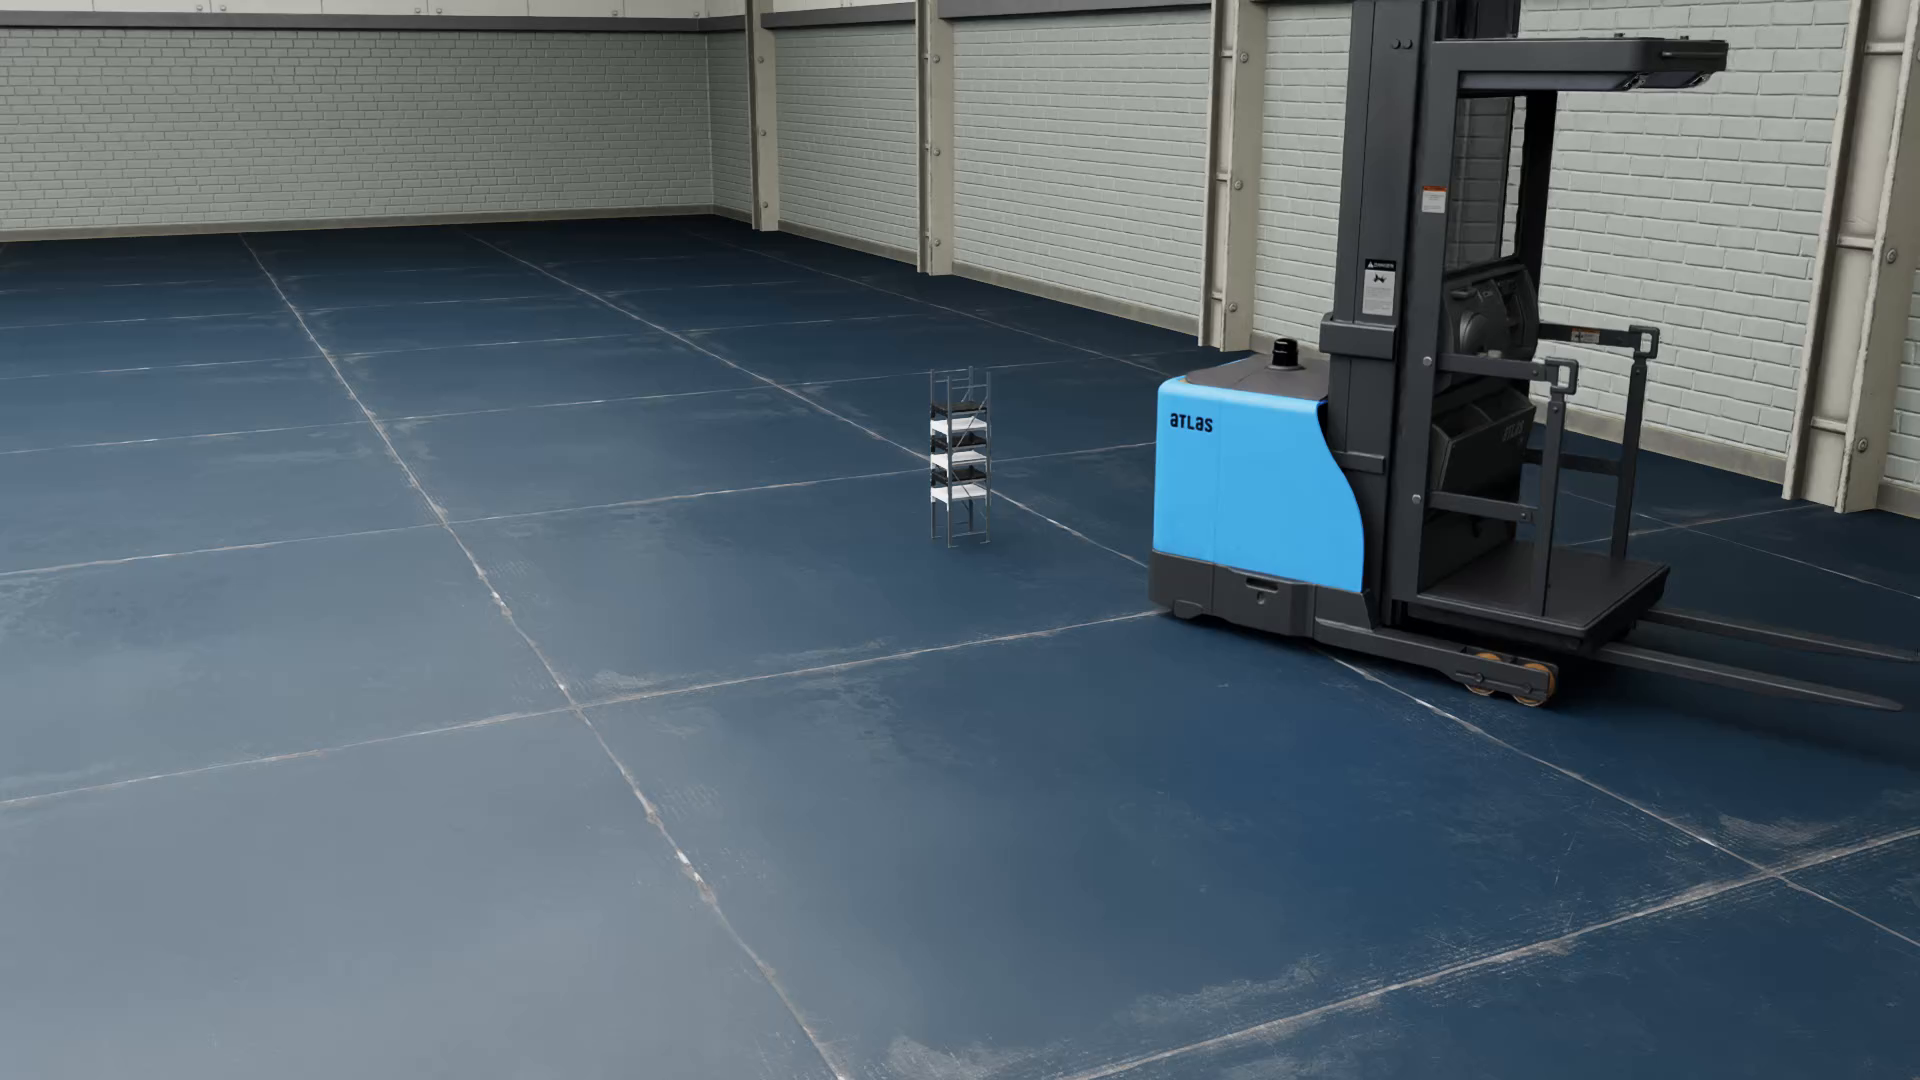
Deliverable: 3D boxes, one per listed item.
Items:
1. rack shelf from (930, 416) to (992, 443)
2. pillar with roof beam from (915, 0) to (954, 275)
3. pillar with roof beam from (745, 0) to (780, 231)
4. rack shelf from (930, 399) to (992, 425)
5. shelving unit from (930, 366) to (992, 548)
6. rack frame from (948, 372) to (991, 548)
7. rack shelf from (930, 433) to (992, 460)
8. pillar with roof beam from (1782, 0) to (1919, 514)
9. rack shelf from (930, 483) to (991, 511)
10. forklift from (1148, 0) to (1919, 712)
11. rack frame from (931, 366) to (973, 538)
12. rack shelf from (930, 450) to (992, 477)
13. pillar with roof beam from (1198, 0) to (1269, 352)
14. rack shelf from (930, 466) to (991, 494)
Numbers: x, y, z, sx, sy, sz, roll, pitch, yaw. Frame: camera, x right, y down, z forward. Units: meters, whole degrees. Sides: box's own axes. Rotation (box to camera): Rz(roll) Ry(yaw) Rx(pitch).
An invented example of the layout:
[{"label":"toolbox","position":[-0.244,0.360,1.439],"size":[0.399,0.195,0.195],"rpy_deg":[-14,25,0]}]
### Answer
[{"label":"rack shelf","position":[0.004,-0.572,8.579],"size":[0.258,0.077,0.200],"rpy_deg":[-8,18,-25]},{"label":"pillar with roof beam","position":[-4.160,-6.995,16.813],"size":[9.100,9.000,0.400],"rpy_deg":[-8,18,-25]},{"label":"pillar with roof beam","position":[-6.788,-8.483,21.998],"size":[9.100,9.000,0.400],"rpy_deg":[-8,18,-25]},{"label":"rack shelf","position":[0.004,-0.658,8.554],"size":[0.258,0.077,0.200],"rpy_deg":[-8,18,-25]},{"label":"shelving unit","position":[0.004,-0.431,8.620],"size":[0.258,0.900,0.210],"rpy_deg":[-8,18,-25]},{"label":"rack frame","position":[0.048,-0.405,8.532],"size":[0.240,0.900,0.006],"rpy_deg":[-8,18,-25]},{"label":"rack shelf","position":[0.004,-0.485,8.604],"size":[0.258,0.077,0.200],"rpy_deg":[-8,18,-25]},{"label":"pillar with roof beam","position":[1.097,-4.020,6.445],"size":[9.100,9.000,0.400],"rpy_deg":[-8,18,-25]},{"label":"rack shelf","position":[0.004,-0.225,8.678],"size":[0.258,0.077,0.200],"rpy_deg":[-8,18,-25]},{"label":"forklift","position":[2.326,-0.925,6.659],"size":[3.031,2.935,1.130],"rpy_deg":[12,20,37]},{"label":"rack frame","position":[-0.041,-0.456,8.707],"size":[0.240,0.900,0.006],"rpy_deg":[-8,18,-25]},{"label":"rack shelf","position":[0.004,-0.398,8.629],"size":[0.258,0.077,0.200],"rpy_deg":[-8,18,-25]},{"label":"pillar with roof beam","position":[-1.531,-5.508,11.629],"size":[9.100,9.000,0.400],"rpy_deg":[-8,18,-25]},{"label":"rack shelf","position":[0.004,-0.312,8.654],"size":[0.258,0.077,0.200],"rpy_deg":[-8,18,-25]}]
